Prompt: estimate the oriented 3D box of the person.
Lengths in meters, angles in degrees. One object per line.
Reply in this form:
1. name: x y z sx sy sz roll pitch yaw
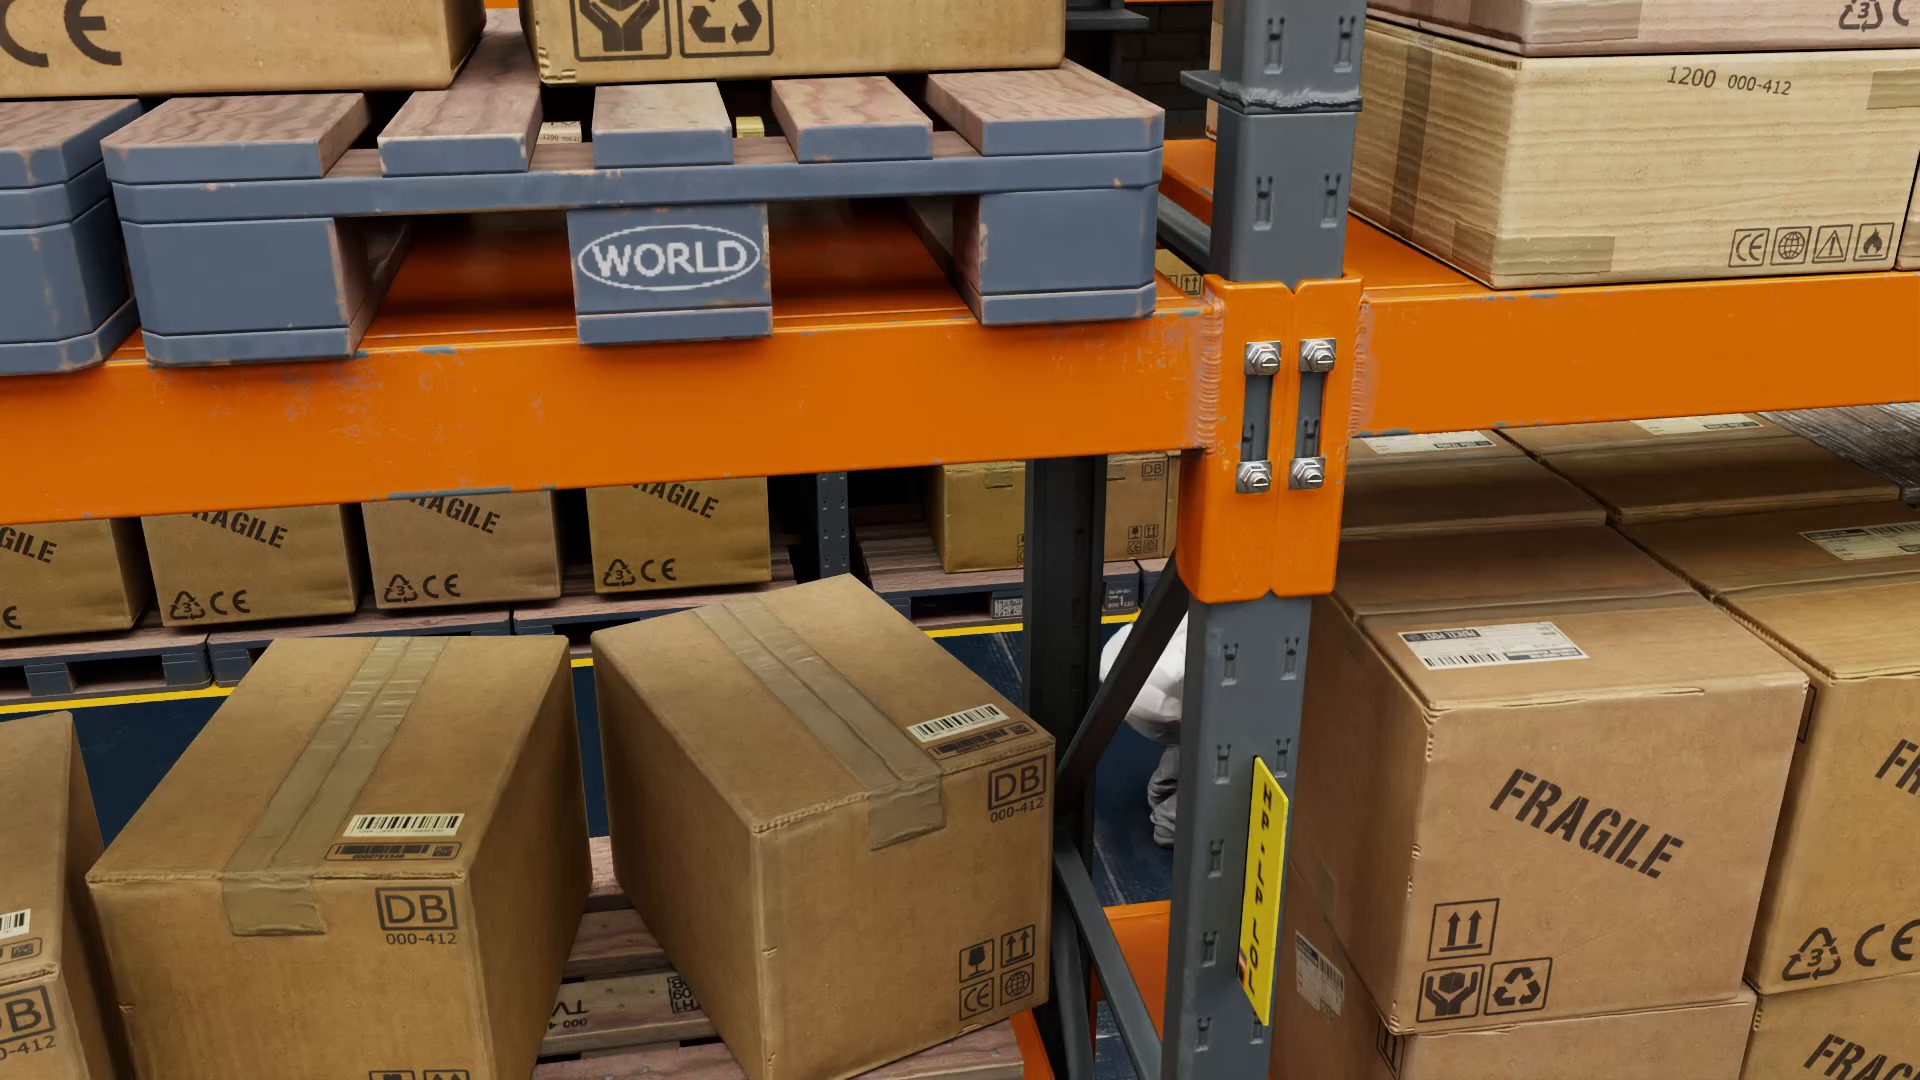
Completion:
1. person: 0.933 0.523 5.819 0.919 1.007 0.532 -5 24 -11
